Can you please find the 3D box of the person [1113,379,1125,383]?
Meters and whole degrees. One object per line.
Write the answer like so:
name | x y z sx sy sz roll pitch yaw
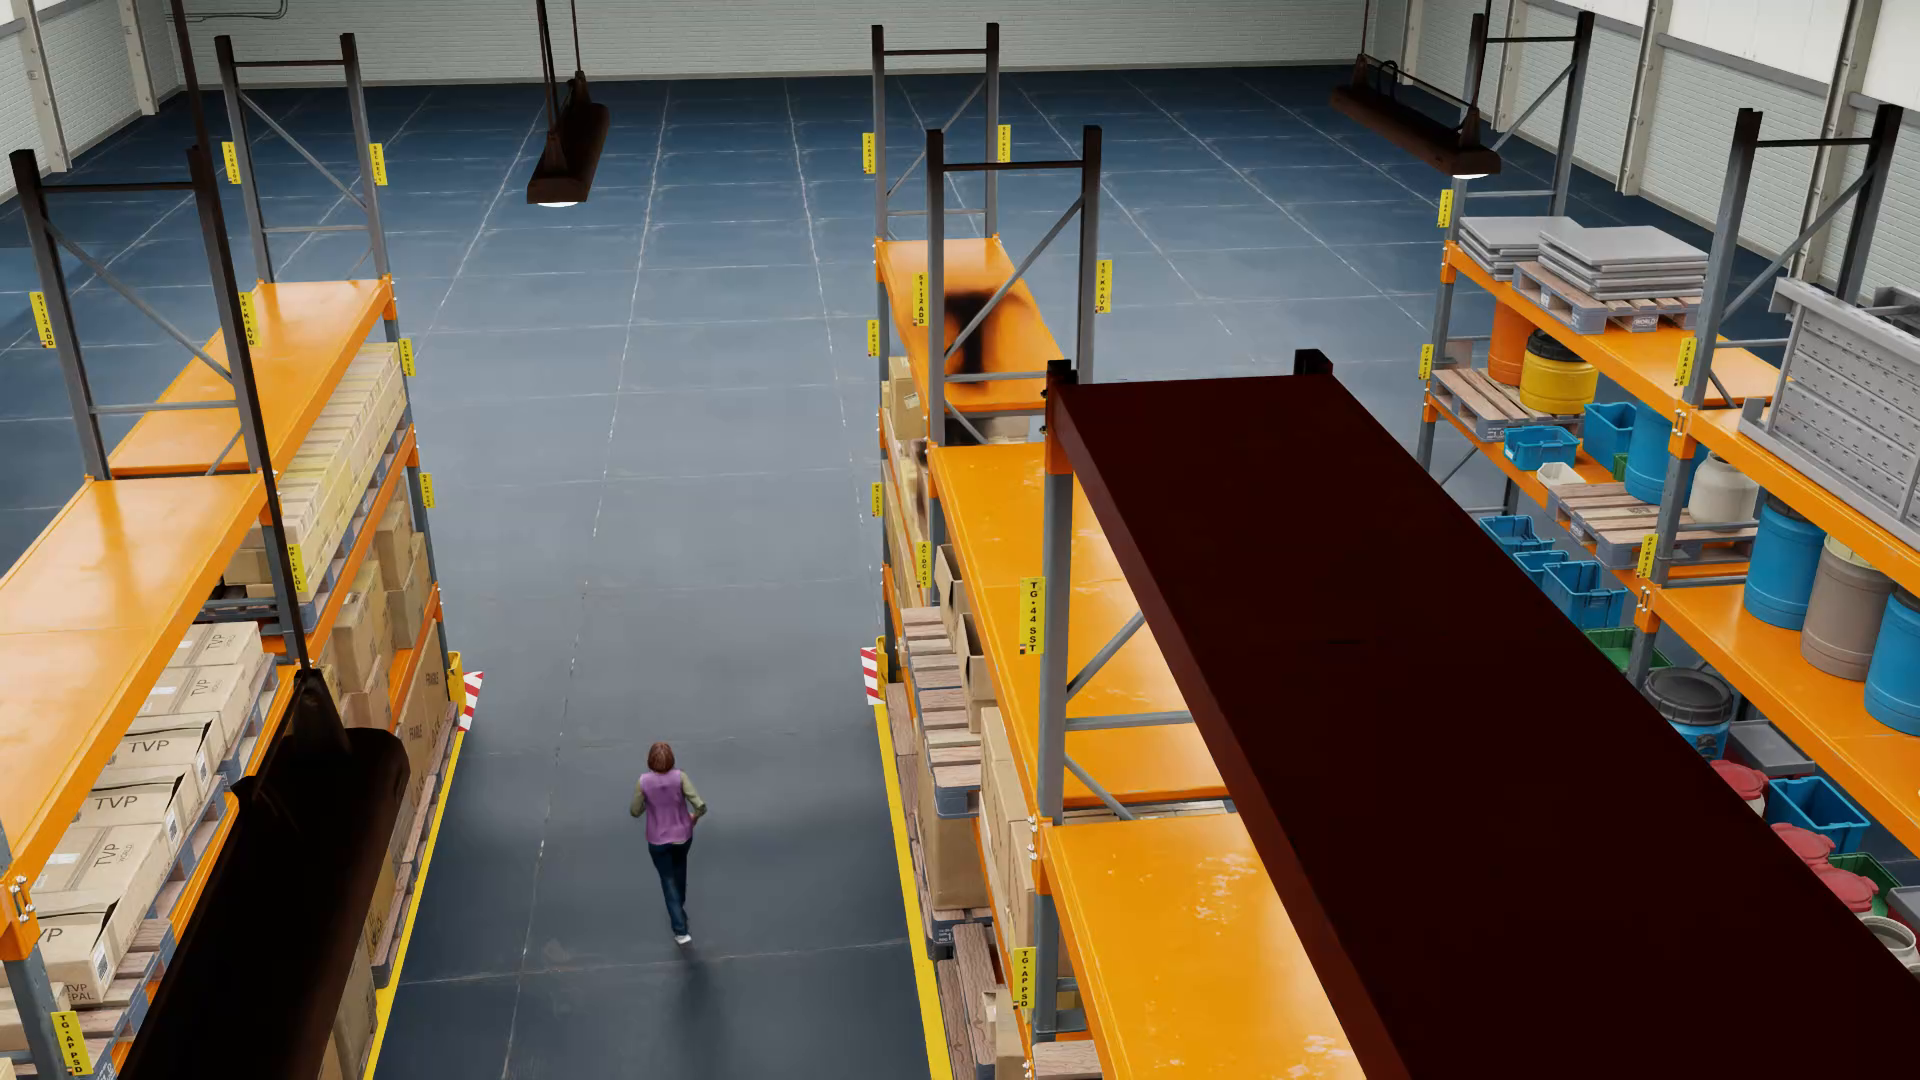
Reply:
person | 2.014 -0.992 18.800 0.894 1.647 0.594 12 28 24

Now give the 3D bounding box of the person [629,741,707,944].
person | -2.105 2.196 12.070 0.525 1.604 0.761 -9 27 -18
